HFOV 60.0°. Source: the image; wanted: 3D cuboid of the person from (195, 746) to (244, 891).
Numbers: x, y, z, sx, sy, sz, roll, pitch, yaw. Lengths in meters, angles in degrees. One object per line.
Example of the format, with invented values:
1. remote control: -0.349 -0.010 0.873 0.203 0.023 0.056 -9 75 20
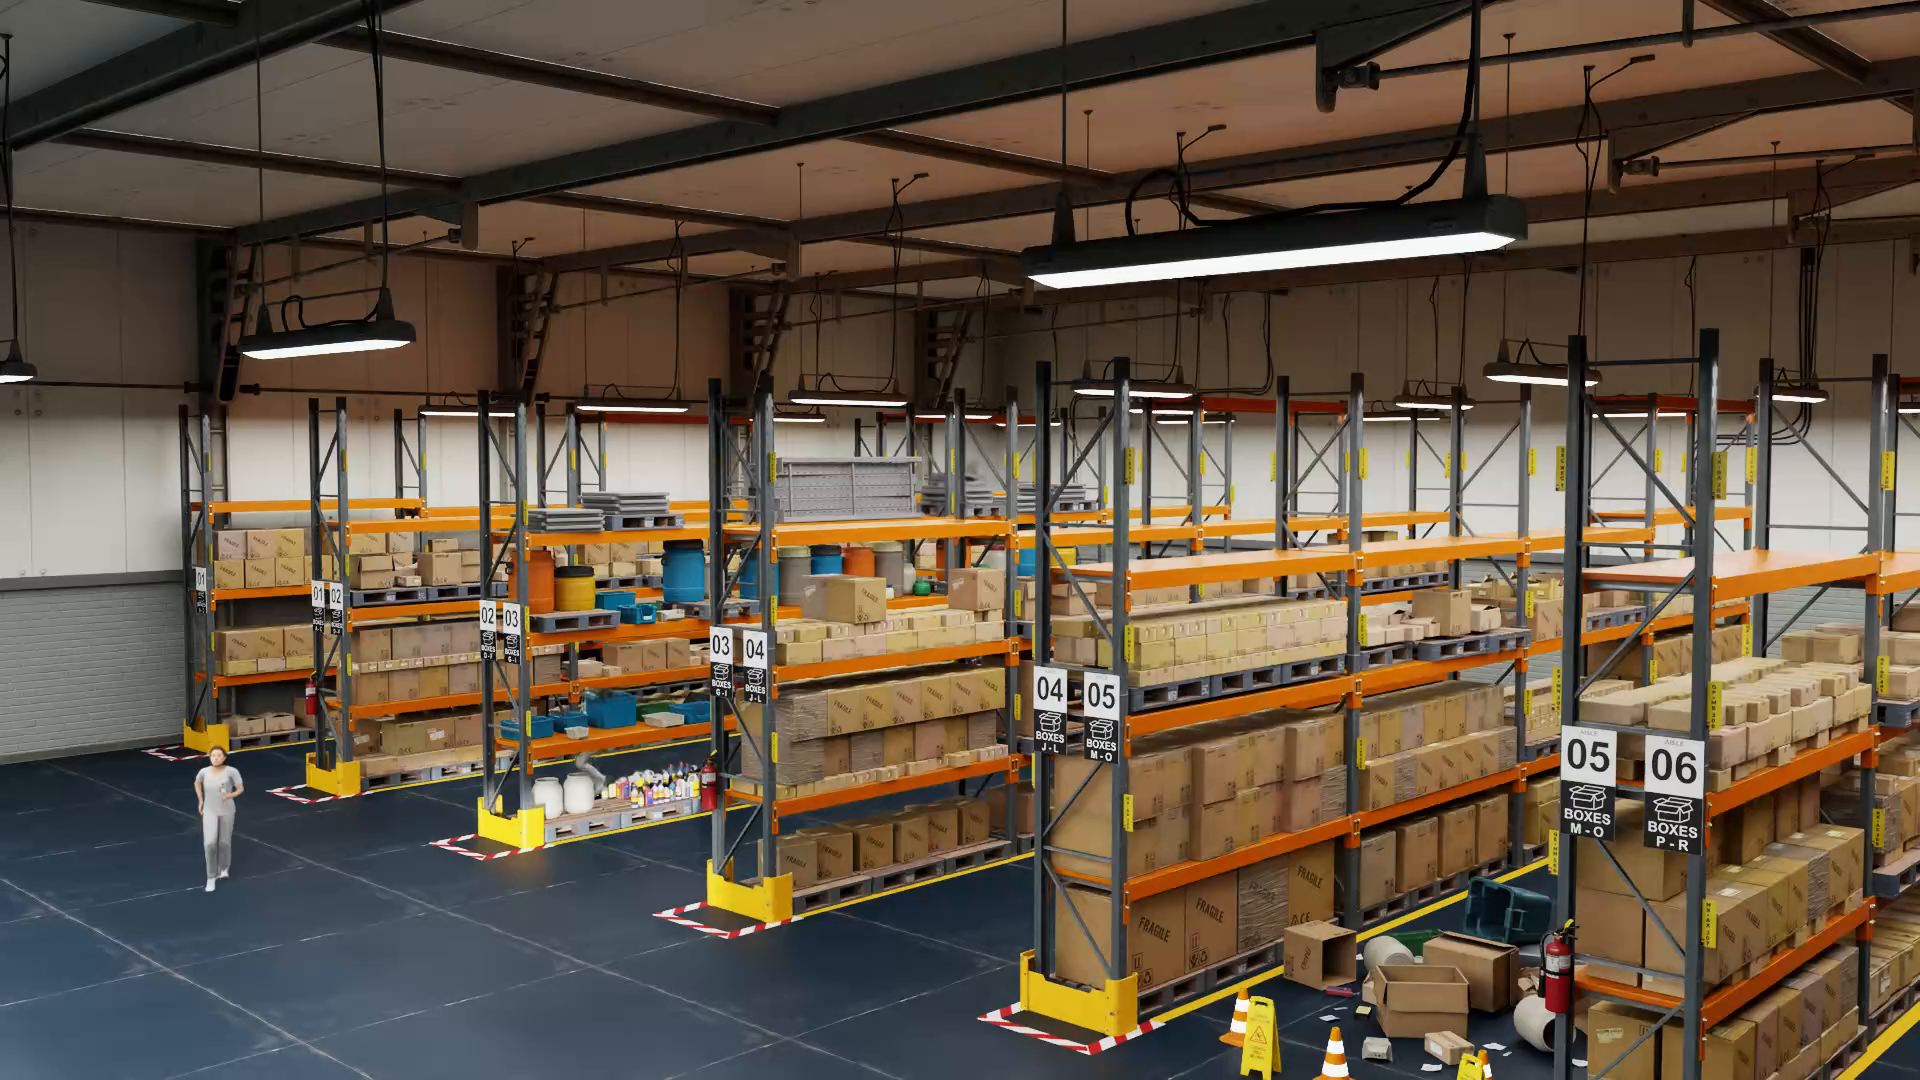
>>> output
1. person: -8.825 3.297 19.825 0.553 1.717 0.742 -1 3 -21

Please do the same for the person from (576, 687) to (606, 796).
1. person: -5.574 3.019 24.878 0.569 1.660 0.597 -3 4 -43
